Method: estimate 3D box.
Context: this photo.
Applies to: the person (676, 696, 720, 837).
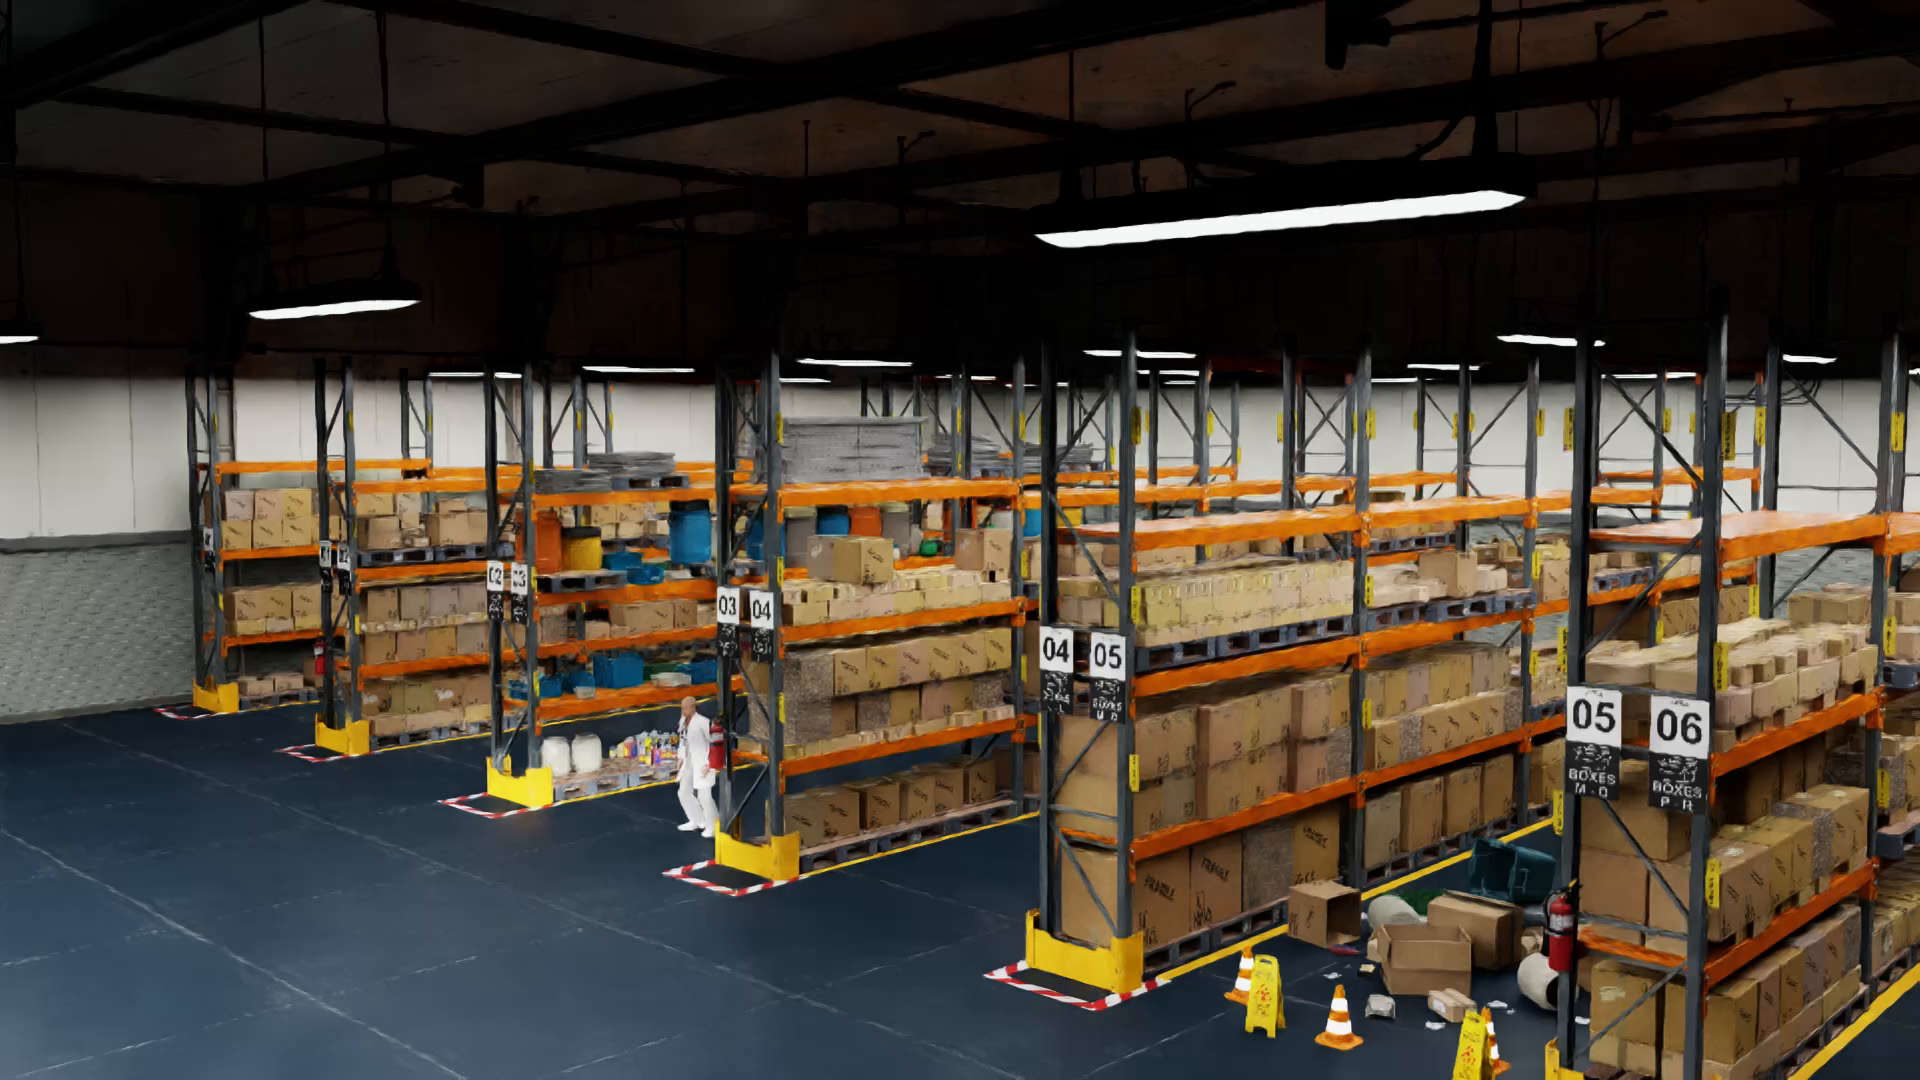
[{"bbox_3d":[-3.199,2.749,20.326,0.724,1.732,0.546,4,6,42],"label":"person"}]
